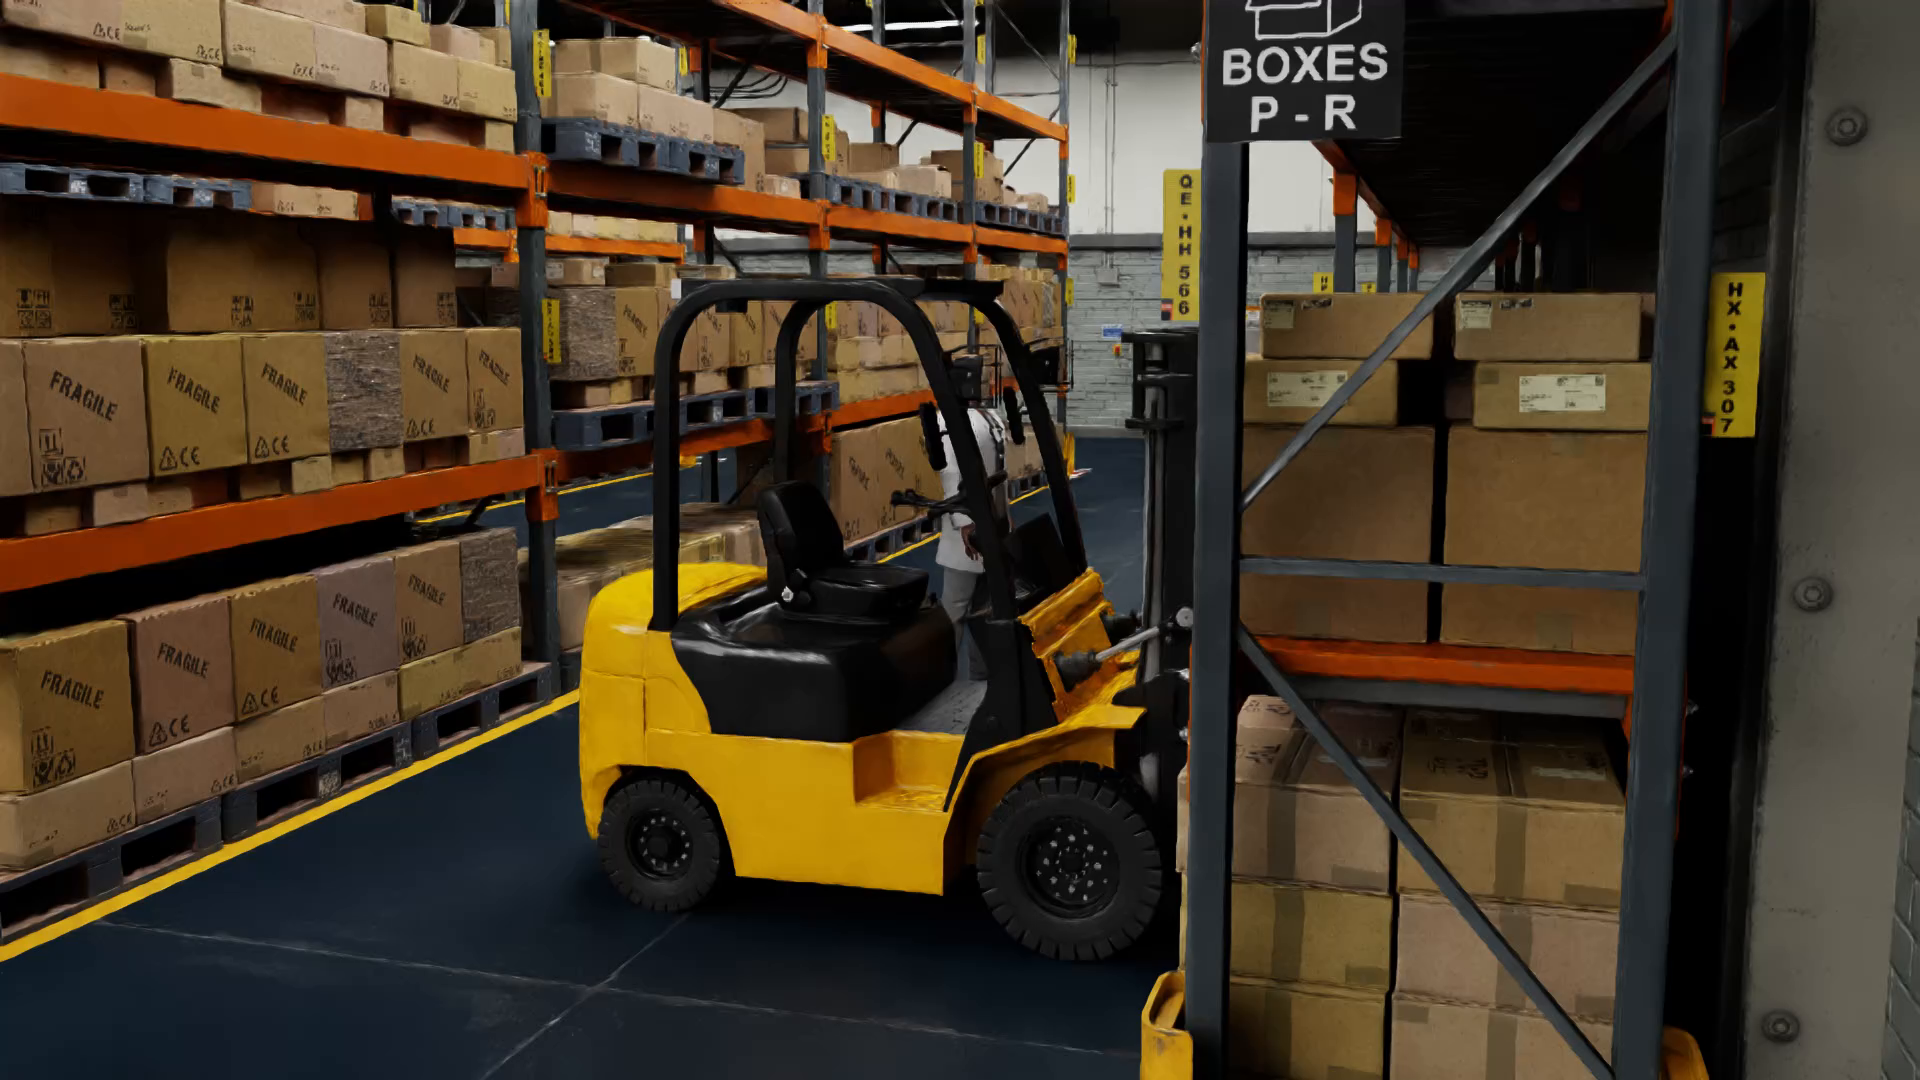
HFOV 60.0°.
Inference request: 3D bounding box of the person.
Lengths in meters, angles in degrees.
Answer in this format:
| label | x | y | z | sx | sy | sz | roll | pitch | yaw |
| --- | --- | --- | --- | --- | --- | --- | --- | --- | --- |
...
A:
| label | x | y | z | sx | sy | sz | roll | pitch | yaw |
| --- | --- | --- | --- | --- | --- | --- | --- | --- | --- |
| person | 0.088 | -0.090 | 8.802 | 0.428 | 1.784 | 0.717 | 5 | 9 | 30 |
